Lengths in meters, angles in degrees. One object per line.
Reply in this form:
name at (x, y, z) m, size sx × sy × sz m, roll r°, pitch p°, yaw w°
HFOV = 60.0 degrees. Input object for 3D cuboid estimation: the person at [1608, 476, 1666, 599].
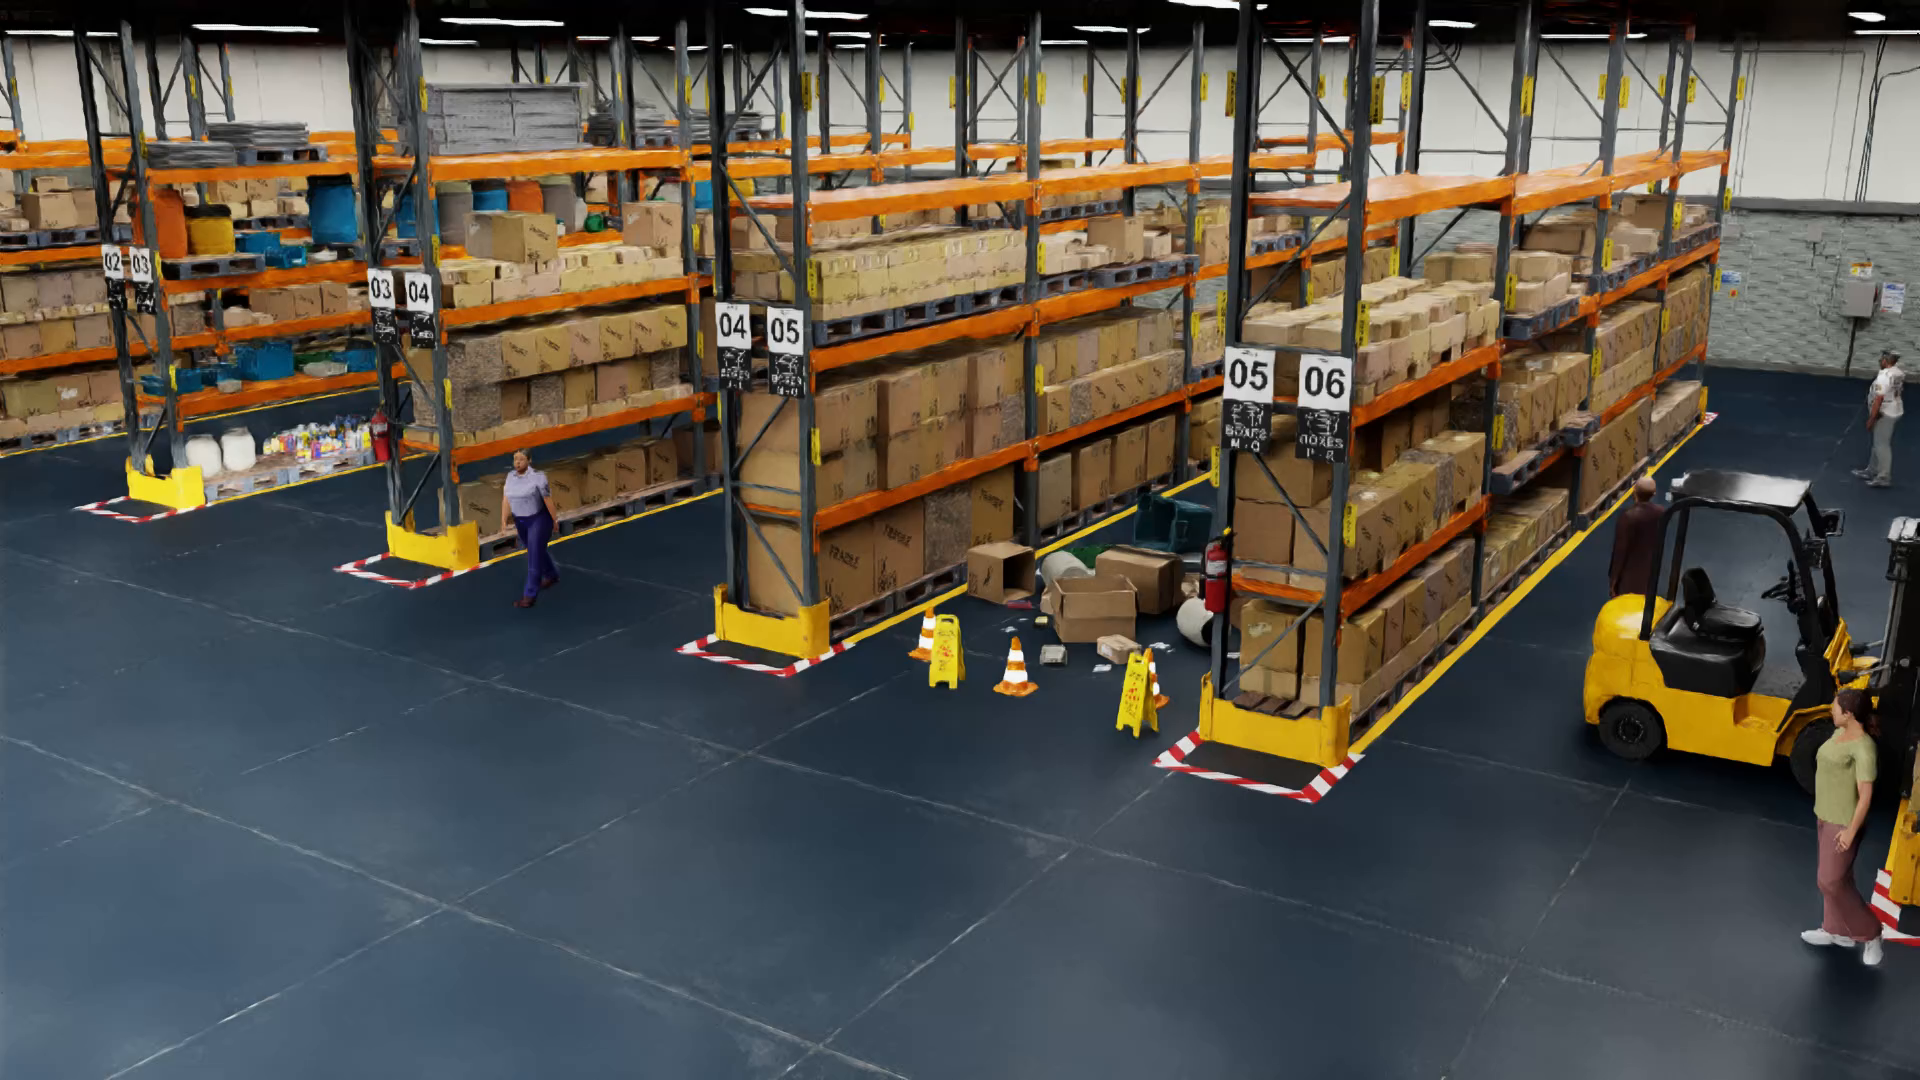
person at (5.956, 0.291, 14.805) m, size 0.636 × 1.782 × 0.551 m, roll -8°, pitch 17°, yaw -27°

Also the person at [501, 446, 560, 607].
person at (-4.375, -0.174, 16.873) m, size 0.478 × 1.567 × 0.999 m, roll 7°, pitch 17°, yaw 23°

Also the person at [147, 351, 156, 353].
person at (-13.885, -3.461, 28.401) m, size 0.580 × 1.715 × 1.105 m, roll 7°, pitch 17°, yaw 23°

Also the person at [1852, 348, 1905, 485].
person at (12.049, -1.633, 21.771) m, size 0.665 × 1.747 × 0.571 m, roll -14°, pitch 21°, yaw -41°

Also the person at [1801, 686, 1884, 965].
person at (5.361, 1.701, 9.957) m, size 0.443 × 1.667 × 0.619 m, roll 2°, pitch 16°, yaw 5°
